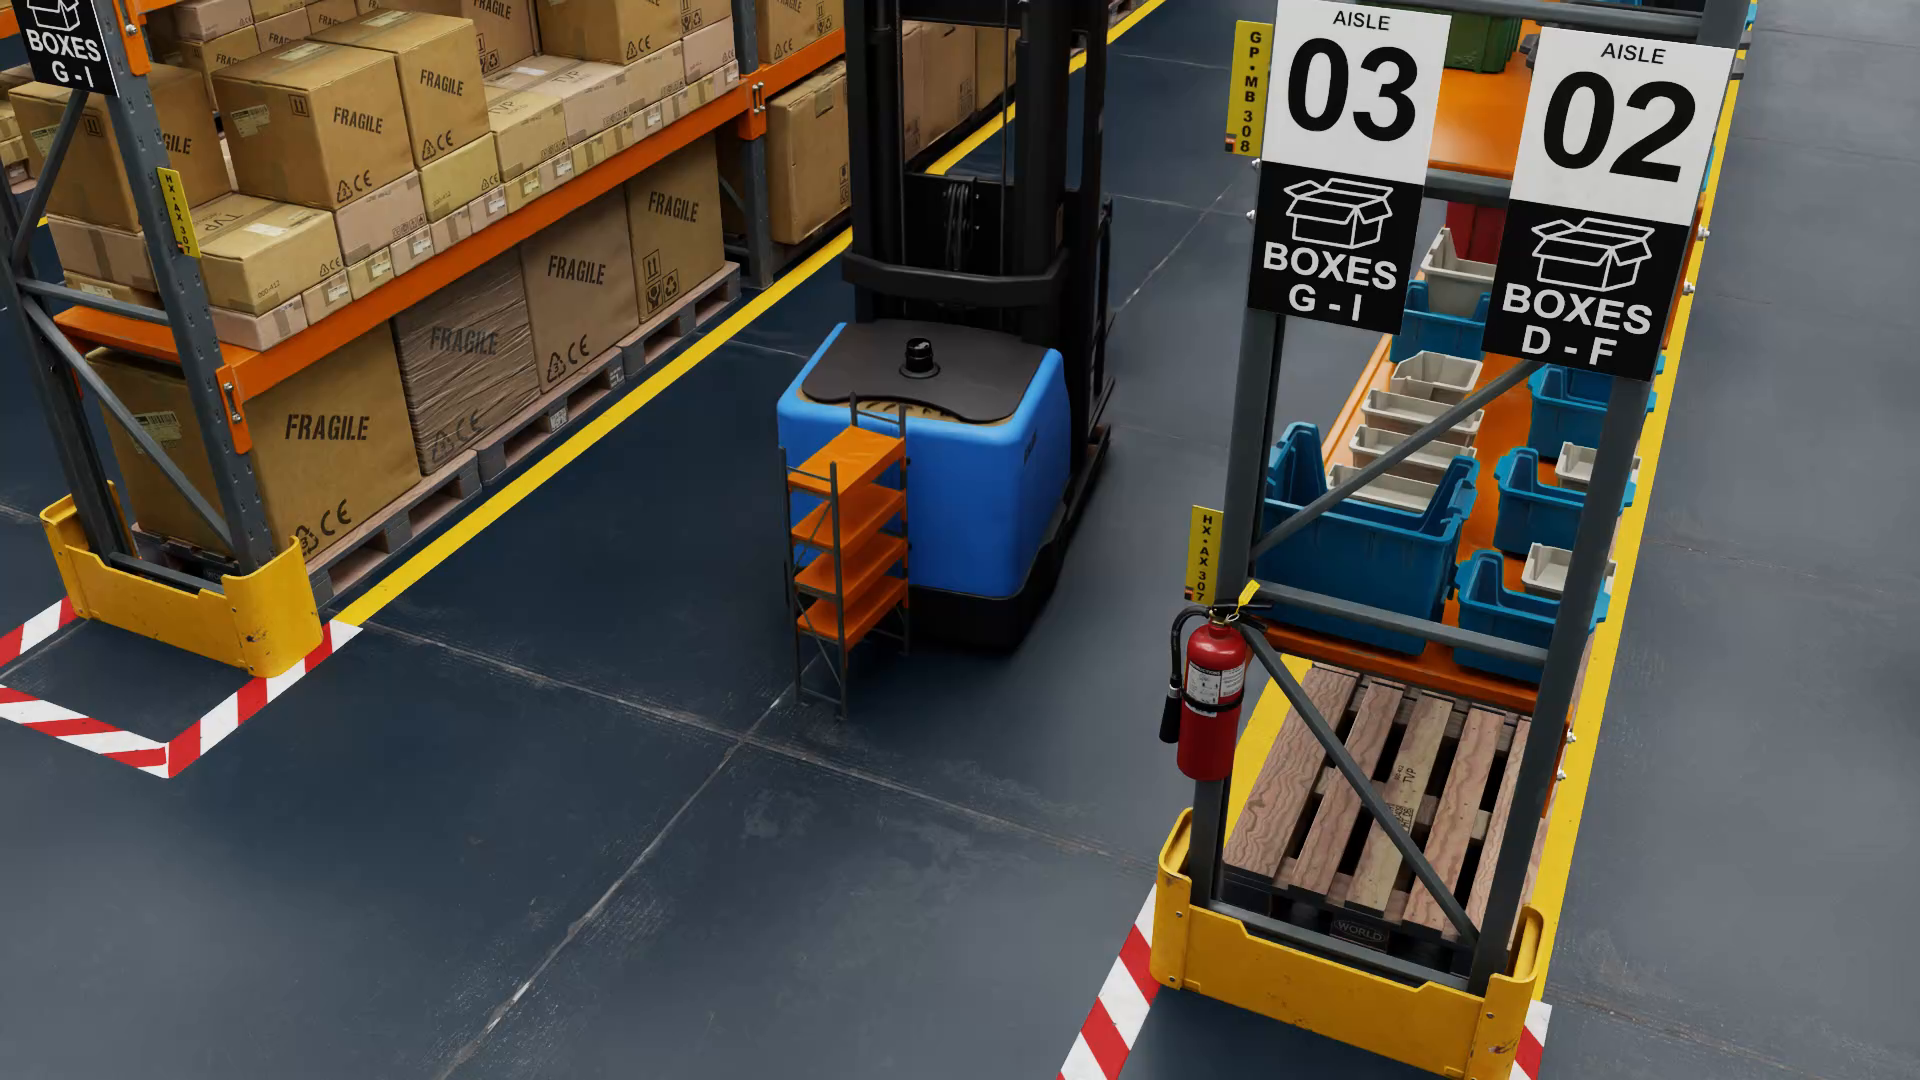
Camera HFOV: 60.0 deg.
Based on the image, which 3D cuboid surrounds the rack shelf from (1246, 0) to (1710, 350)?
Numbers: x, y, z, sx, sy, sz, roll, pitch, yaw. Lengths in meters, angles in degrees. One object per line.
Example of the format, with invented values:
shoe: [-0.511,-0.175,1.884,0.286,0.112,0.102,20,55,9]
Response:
rack shelf: [2.049,-1.714,5.549,1.077,0.370,4.000,14,36,20]

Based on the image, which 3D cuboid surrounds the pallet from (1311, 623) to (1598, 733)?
pallet: [2.104,0.394,6.956,1.003,0.211,1.213,14,36,20]

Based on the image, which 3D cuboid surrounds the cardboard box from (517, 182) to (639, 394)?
cardboard box: [-2.338,-1.422,8.737,0.875,0.875,0.875,14,36,20]

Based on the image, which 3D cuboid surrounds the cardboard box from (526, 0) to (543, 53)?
cardboard box: [-2.258,-2.845,8.535,0.500,0.500,0.500,14,36,20]

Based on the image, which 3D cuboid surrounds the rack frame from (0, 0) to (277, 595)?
rack frame: [-3.286,-0.901,6.388,1.000,3.000,0.127,14,36,20]

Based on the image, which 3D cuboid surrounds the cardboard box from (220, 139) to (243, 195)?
cardboard box: [-3.112,-1.517,7.194,0.500,0.250,0.500,14,36,20]

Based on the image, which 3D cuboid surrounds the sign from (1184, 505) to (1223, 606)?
sign: [0.706,0.049,4.791,0.100,0.325,0.005,14,36,20]

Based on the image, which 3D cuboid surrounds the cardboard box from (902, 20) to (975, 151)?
cardboard box: [-0.627,-3.391,11.741,1.225,0.875,0.875,14,36,21]

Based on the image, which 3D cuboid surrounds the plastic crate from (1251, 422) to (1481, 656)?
plastic crate: [1.183,-0.014,4.949,0.616,0.435,0.499,14,36,20]

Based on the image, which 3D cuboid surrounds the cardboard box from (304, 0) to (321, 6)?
cardboard box: [-5.088,-4.351,12.863,0.500,0.250,0.500,16,36,22]

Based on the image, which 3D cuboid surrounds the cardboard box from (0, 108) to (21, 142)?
cardboard box: [-6.336,-2.703,10.811,0.380,0.149,0.250,15,36,22]

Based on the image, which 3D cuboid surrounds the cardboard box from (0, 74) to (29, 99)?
cardboard box: [-6.577,-3.066,11.364,0.380,0.149,0.250,16,36,23]

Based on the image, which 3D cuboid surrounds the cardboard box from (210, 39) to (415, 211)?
cardboard box: [-2.631,-1.702,6.792,0.500,0.500,0.500,13,36,19]

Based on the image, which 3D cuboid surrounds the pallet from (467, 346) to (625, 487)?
pallet: [-2.511,-0.756,8.711,1.003,0.211,1.213,14,36,20]

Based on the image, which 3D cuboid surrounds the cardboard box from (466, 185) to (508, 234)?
cardboard box: [-2.302,-1.538,7.589,0.380,0.149,0.250,14,36,20]

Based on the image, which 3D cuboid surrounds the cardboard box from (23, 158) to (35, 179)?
cardboard box: [-6.167,-2.535,11.097,0.380,0.149,0.250,13,35,19]

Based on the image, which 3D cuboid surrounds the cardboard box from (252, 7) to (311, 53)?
cardboard box: [-5.306,-3.783,12.680,0.500,0.500,0.500,16,36,23]

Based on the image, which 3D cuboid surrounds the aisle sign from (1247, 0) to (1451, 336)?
aisle sign: [0.916,-0.883,3.990,0.394,0.787,0.004,14,36,20]

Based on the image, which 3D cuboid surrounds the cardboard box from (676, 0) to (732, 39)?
cardboard box: [-1.562,-2.978,8.738,0.500,0.500,0.500,15,36,22]

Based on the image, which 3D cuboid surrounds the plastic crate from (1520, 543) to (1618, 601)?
plastic crate: [1.824,0.132,4.998,0.250,0.136,0.298,14,36,20]

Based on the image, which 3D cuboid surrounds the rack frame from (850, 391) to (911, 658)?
rack frame: [-0.317,-0.042,6.720,0.240,1.200,0.015,17,37,24]

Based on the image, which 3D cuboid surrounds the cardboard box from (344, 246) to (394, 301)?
cardboard box: [-2.625,-1.153,7.001,0.380,0.149,0.250,13,36,19]

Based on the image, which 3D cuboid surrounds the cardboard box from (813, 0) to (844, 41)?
cardboard box: [-0.984,-3.357,10.043,0.500,0.500,0.500,14,36,21]

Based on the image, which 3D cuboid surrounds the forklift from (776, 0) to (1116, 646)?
forklift: [0.134,-1.585,7.494,1.130,2.935,3.031,9,34,13]

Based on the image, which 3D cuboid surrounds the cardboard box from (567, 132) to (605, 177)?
cardboard box: [-1.980,-1.921,8.173,0.380,0.149,0.250,14,36,20]

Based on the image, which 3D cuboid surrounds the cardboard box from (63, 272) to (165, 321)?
cardboard box: [-3.436,-1.049,6.843,0.380,0.149,0.250,15,36,21]

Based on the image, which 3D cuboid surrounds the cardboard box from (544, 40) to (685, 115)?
cardboard box: [-1.773,-2.416,8.565,0.500,0.250,0.500,15,36,22]

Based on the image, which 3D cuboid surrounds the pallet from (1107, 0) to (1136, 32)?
pallet: [0.901,-4.713,14.746,1.003,0.211,1.213,14,36,20]

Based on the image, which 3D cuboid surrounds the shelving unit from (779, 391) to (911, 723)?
shelving unit: [-0.435,0.075,6.542,0.258,1.200,0.503,17,37,24]

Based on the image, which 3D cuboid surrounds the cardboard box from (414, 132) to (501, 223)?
cardboard box: [-2.415,-1.649,7.396,0.500,0.250,0.500,13,35,19]

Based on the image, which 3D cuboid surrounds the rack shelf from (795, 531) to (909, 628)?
rack shelf: [-0.435,0.131,6.579,0.258,0.148,0.480,17,37,24]

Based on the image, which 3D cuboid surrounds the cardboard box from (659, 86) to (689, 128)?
cardboard box: [-1.658,-2.305,8.759,0.380,0.149,0.250,14,36,20]

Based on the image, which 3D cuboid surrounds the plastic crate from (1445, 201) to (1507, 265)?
plastic crate: [2.284,-1.421,7.069,0.402,0.464,0.583,14,36,20]

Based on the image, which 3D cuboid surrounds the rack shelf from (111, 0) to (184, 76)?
rack shelf: [-2.450,-2.850,7.282,1.077,0.370,4.000,14,36,20]

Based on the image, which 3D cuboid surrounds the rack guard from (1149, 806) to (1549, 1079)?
rack guard: [1.214,1.296,5.318,1.175,0.500,0.348,14,36,20]

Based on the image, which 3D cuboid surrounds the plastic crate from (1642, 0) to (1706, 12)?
plastic crate: [2.101,-1.691,4.914,0.504,0.338,0.767,14,36,20]

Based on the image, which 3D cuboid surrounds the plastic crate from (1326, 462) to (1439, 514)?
plastic crate: [1.389,-0.127,5.394,0.396,0.136,0.243,14,36,20]

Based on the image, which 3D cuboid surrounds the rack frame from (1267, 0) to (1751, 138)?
rack frame: [1.212,-2.273,3.010,1.000,3.000,0.127,14,36,20]

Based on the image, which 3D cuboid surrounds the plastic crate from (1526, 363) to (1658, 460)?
plastic crate: [2.166,-0.423,5.757,0.416,0.233,0.300,14,36,20]

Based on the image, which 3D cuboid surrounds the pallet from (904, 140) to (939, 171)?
pallet: [-0.849,-2.738,11.734,1.003,0.211,1.213,14,36,20]

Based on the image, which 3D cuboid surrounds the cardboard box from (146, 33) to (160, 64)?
cardboard box: [-5.995,-3.638,12.459,0.500,0.500,0.500,13,36,20]

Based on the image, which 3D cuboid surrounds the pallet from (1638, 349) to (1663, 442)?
pallet: [3.247,-0.965,9.030,1.003,0.211,1.213,14,36,20]

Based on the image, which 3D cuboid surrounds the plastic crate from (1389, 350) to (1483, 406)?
plastic crate: [1.725,-0.564,6.061,0.298,0.136,0.250,14,36,20]
